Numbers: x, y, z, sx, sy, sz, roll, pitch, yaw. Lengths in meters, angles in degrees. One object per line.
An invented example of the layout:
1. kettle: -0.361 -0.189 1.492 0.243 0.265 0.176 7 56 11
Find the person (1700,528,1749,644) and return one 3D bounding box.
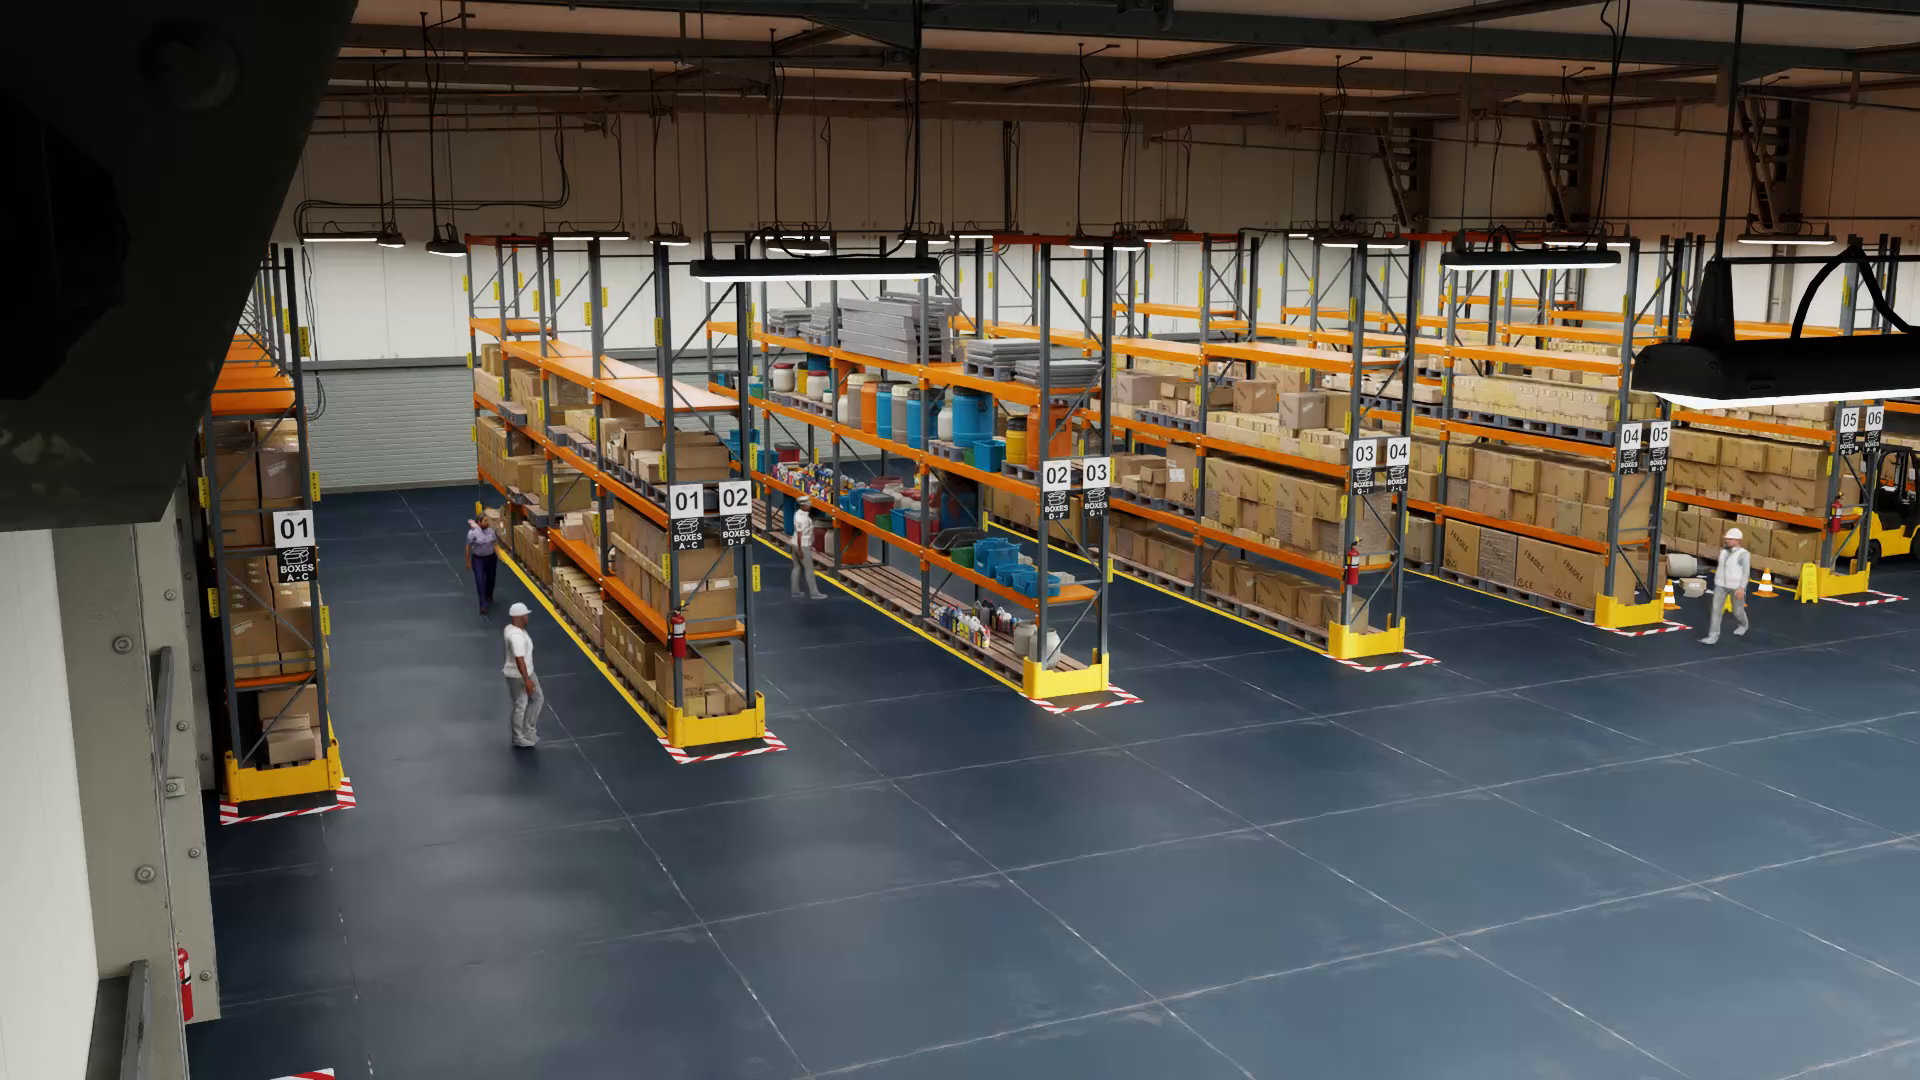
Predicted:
1. person: 11.625 0.686 25.036 0.510 1.750 0.981 10 15 42

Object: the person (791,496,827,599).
1. person: -2.445 0.107 26.647 0.561 1.664 0.489 -3 11 -17

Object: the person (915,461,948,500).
1. person: -0.584 -1.195 34.912 0.622 1.803 0.878 -4 12 -22

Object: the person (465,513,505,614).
1. person: -7.758 0.342 27.133 0.592 1.599 0.995 -5 12 -25

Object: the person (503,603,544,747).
1. person: -5.306 1.657 20.119 0.511 1.817 0.565 2 11 8
